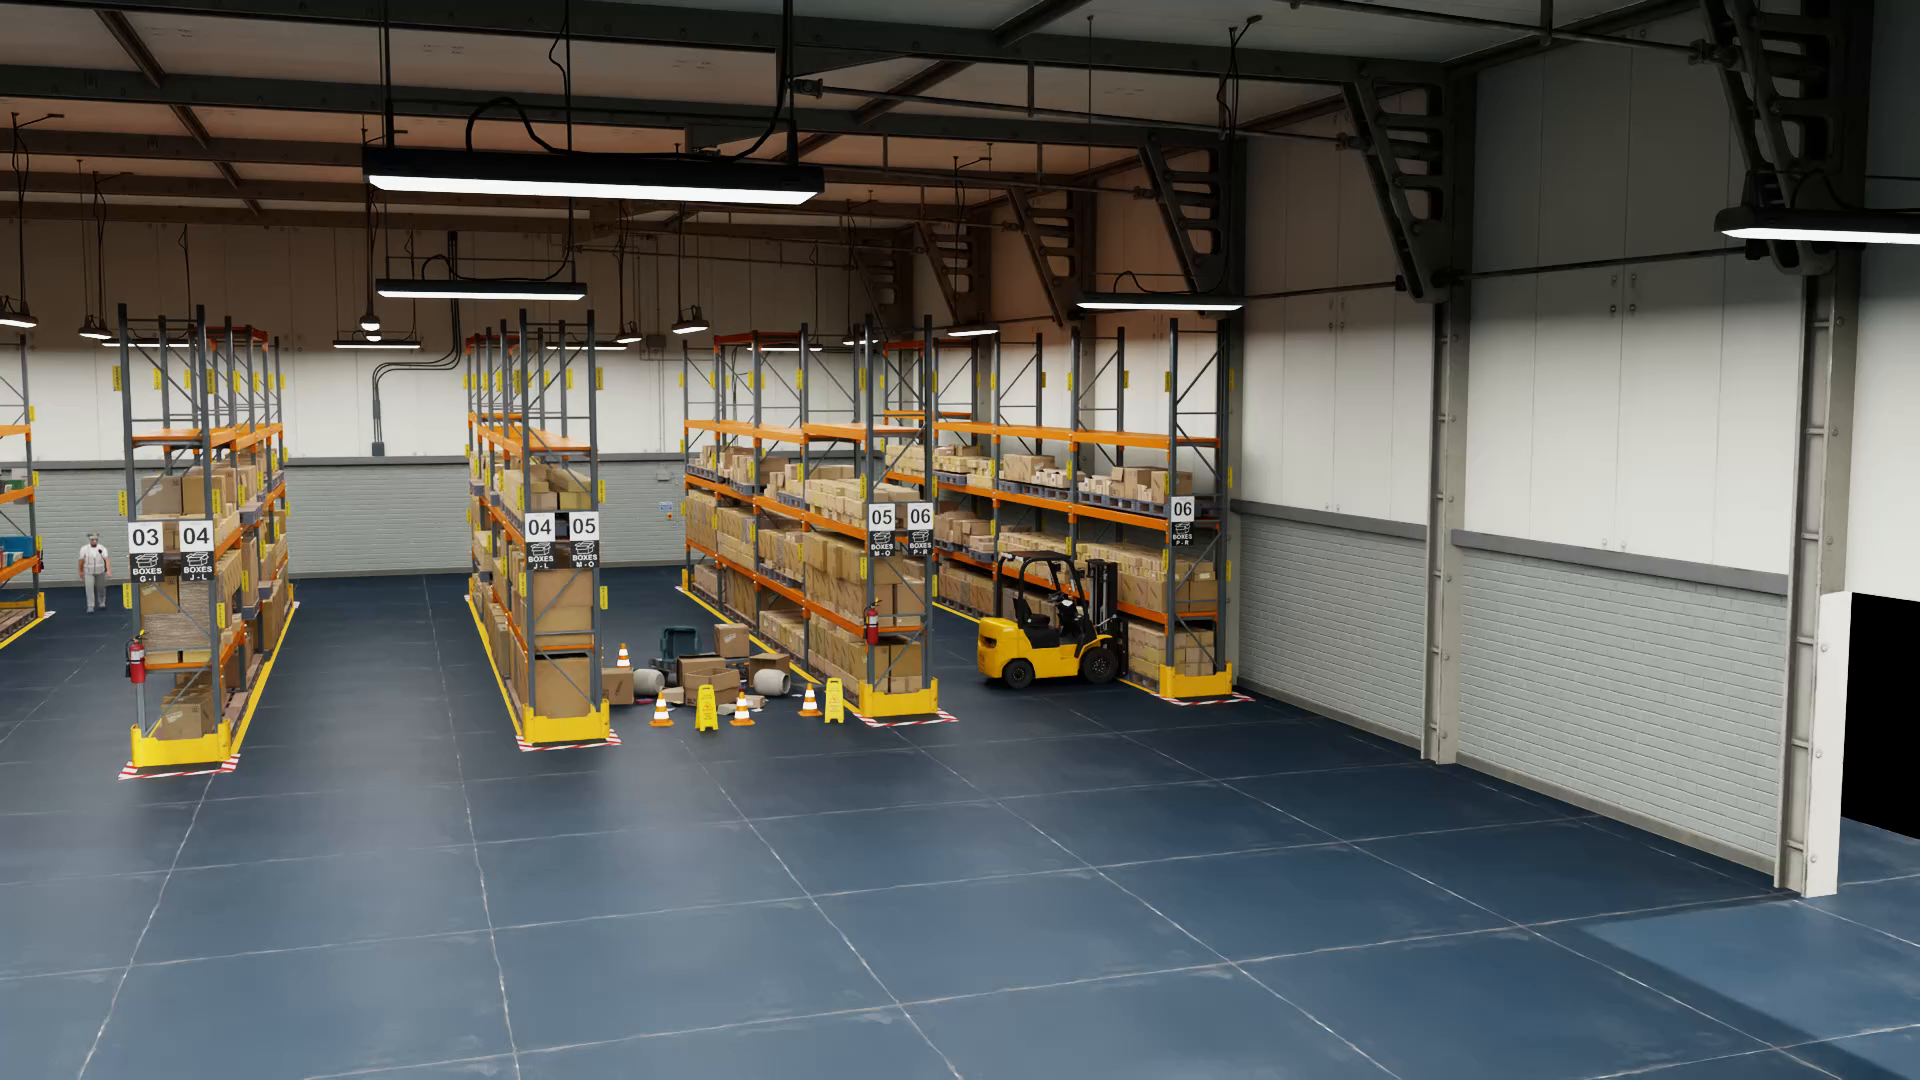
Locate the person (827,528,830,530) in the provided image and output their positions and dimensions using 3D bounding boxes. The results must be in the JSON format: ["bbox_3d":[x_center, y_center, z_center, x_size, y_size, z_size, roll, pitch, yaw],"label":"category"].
[{"bbox_3d":[-3.101,0.412,37.830,0.547,1.627,0.434,-2,6,-23],"label":"person"}]

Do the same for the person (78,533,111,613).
[{"bbox_3d":[-18.903,0.694,36.325,0.642,1.690,1.078,-2,6,-22],"label":"person"}]
